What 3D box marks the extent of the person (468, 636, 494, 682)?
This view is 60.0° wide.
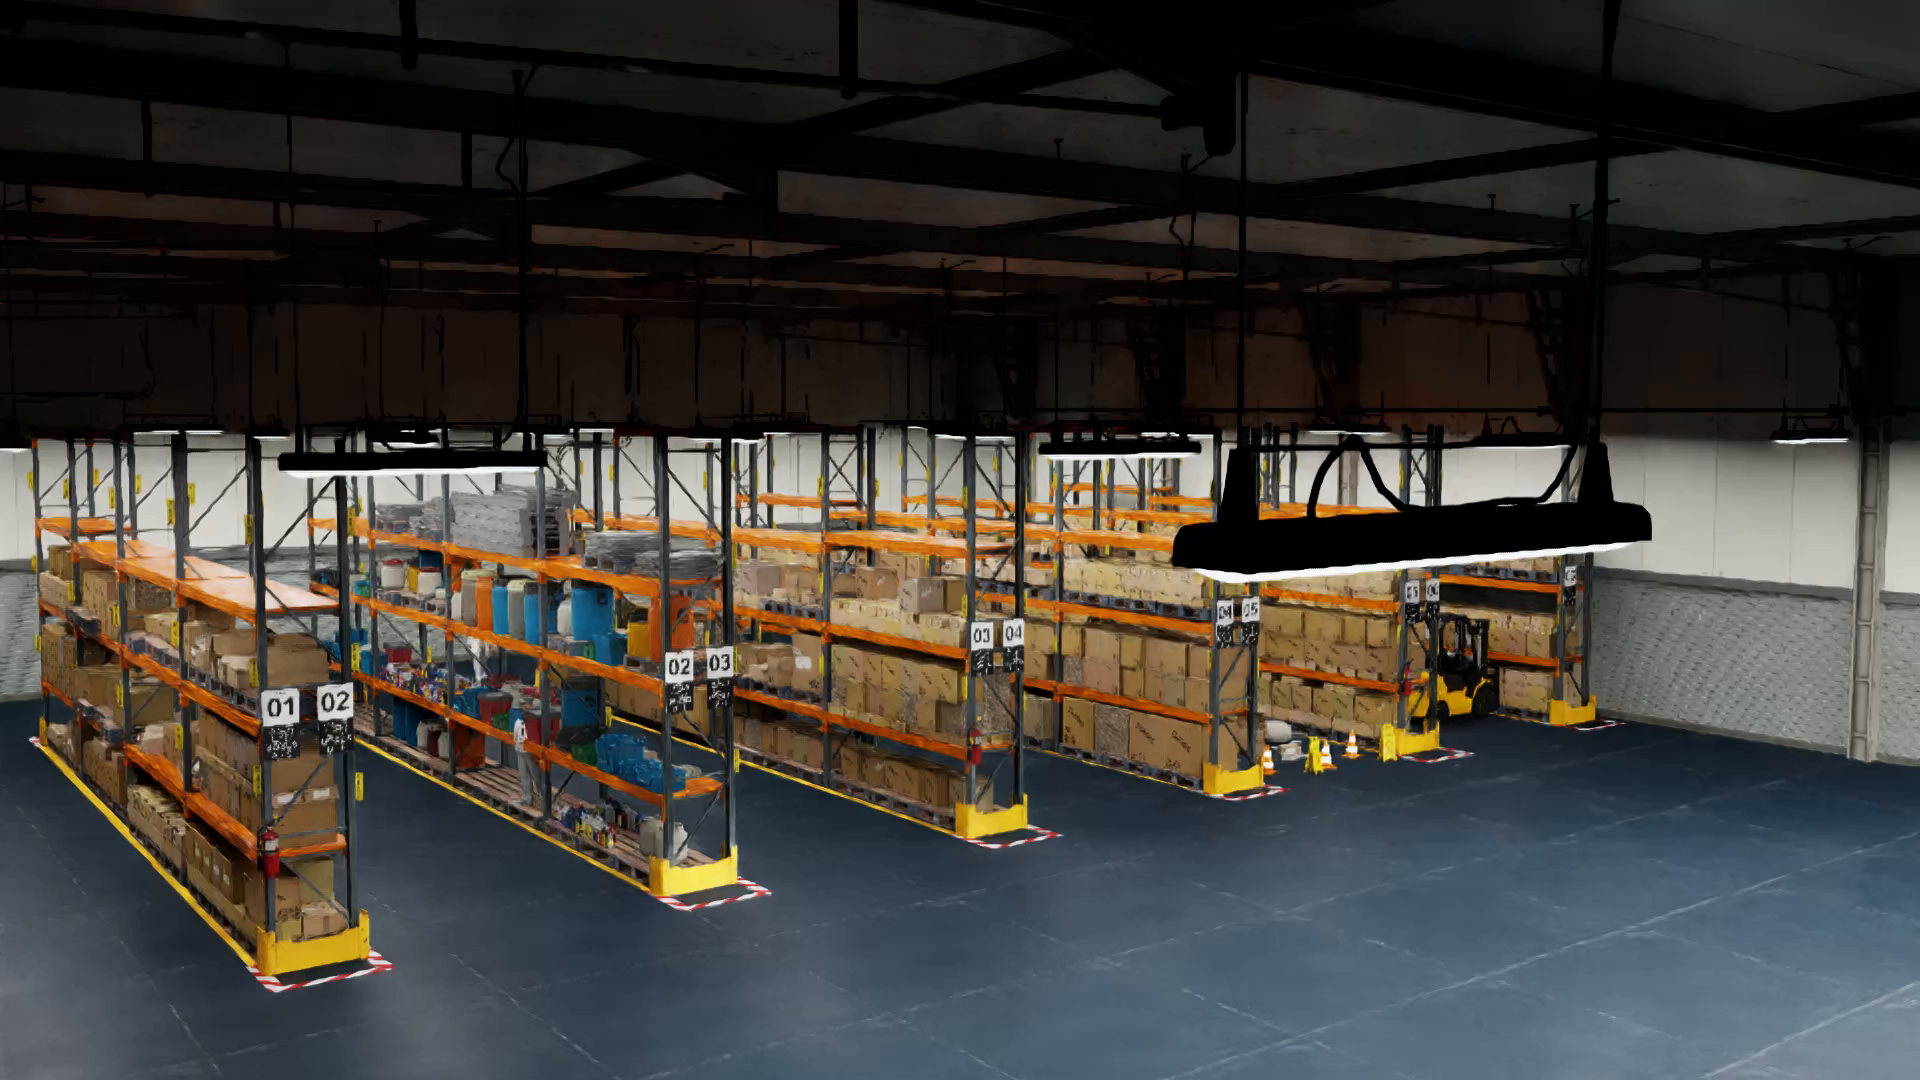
[{"bbox_3d":[-11.140,2.417,38.754,0.575,1.714,1.088,-2,5,-27],"label":"person"}]

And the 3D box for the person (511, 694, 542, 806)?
[{"bbox_3d":[-6.626,3.234,25.667,0.616,1.760,0.504,4,6,44],"label":"person"}]

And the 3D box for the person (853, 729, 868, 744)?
[{"bbox_3d":[-1.757,3.177,30.398,0.416,1.525,1.029,-3,6,-38],"label":"person"}]
